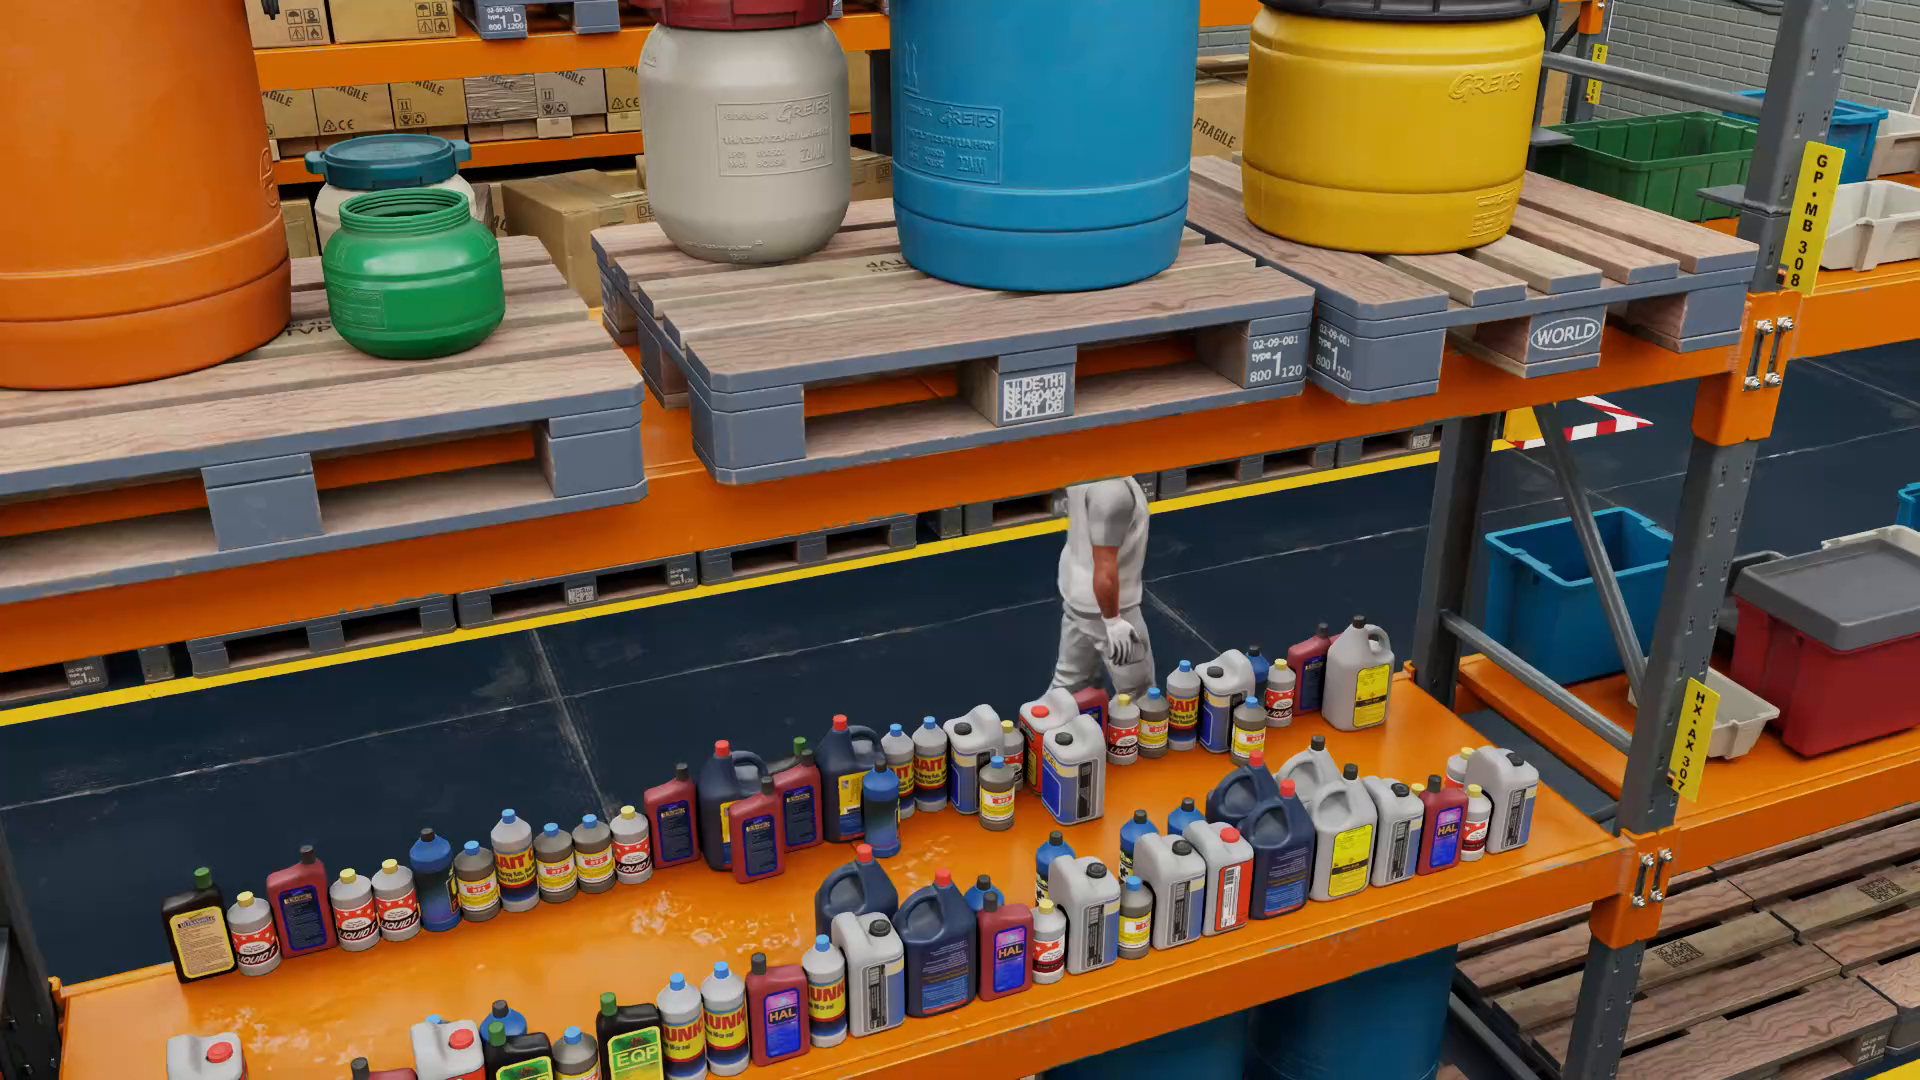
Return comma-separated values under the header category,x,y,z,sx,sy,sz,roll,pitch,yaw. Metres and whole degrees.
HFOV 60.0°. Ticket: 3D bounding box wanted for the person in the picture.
category,x,y,z,sx,sy,sz,roll,pitch,yaw
person,0.527,0.241,6.557,0.474,1.784,0.647,-4,26,-8
